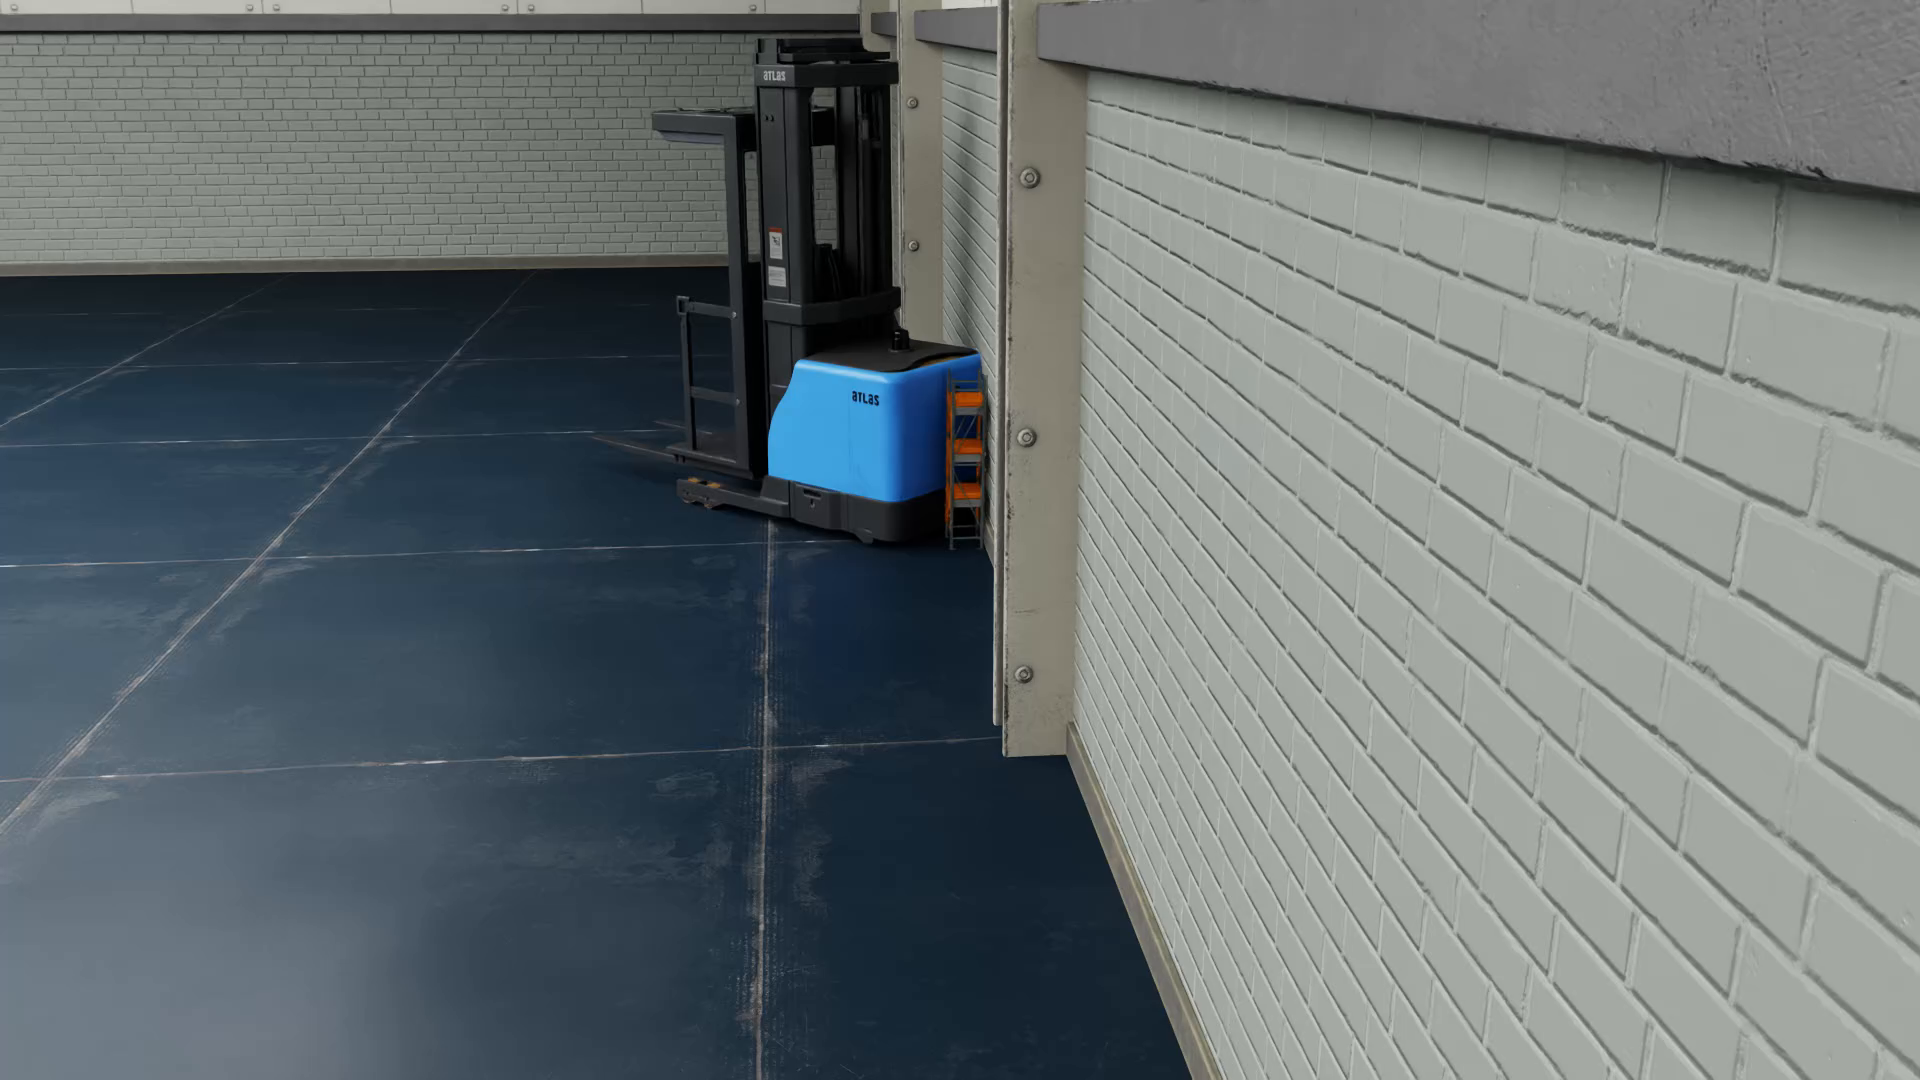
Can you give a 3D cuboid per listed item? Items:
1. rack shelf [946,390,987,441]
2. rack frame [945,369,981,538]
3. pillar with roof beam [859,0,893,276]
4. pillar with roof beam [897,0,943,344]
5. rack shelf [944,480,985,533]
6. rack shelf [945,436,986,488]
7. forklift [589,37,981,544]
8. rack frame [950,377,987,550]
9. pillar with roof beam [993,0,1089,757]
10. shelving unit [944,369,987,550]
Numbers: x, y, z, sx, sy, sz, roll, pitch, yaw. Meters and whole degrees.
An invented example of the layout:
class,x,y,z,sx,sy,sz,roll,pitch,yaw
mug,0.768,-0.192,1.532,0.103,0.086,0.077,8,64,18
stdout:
class,x,y,z,sx,sy,sz,roll,pitch,yaw
rack shelf,0.036,-0.740,9.864,0.215,0.259,0.240,-1,17,-7
rack frame,0.017,-0.516,10.060,0.200,1.050,0.008,-1,17,-7
pillar with roof beam,-5.196,-6.861,17.009,9.100,9.000,0.400,-2,18,-6
pillar with roof beam,-4.577,-5.074,11.315,9.100,9.000,0.400,-2,18,-6
rack shelf,0.027,-0.204,10.030,0.215,0.259,0.240,-1,17,-7
rack shelf,0.032,-0.469,9.948,0.215,0.259,0.240,-1,17,-7
forklift,-1.236,-1.712,10.736,3.031,2.935,1.130,13,22,37
rack frame,0.047,-0.443,9.829,0.200,1.050,0.008,-1,17,-7
pillar with roof beam,-3.958,-3.286,5.621,9.100,9.000,0.400,-2,18,-6
shelving unit,0.032,-0.480,9.945,0.215,1.050,0.252,-1,17,-7
